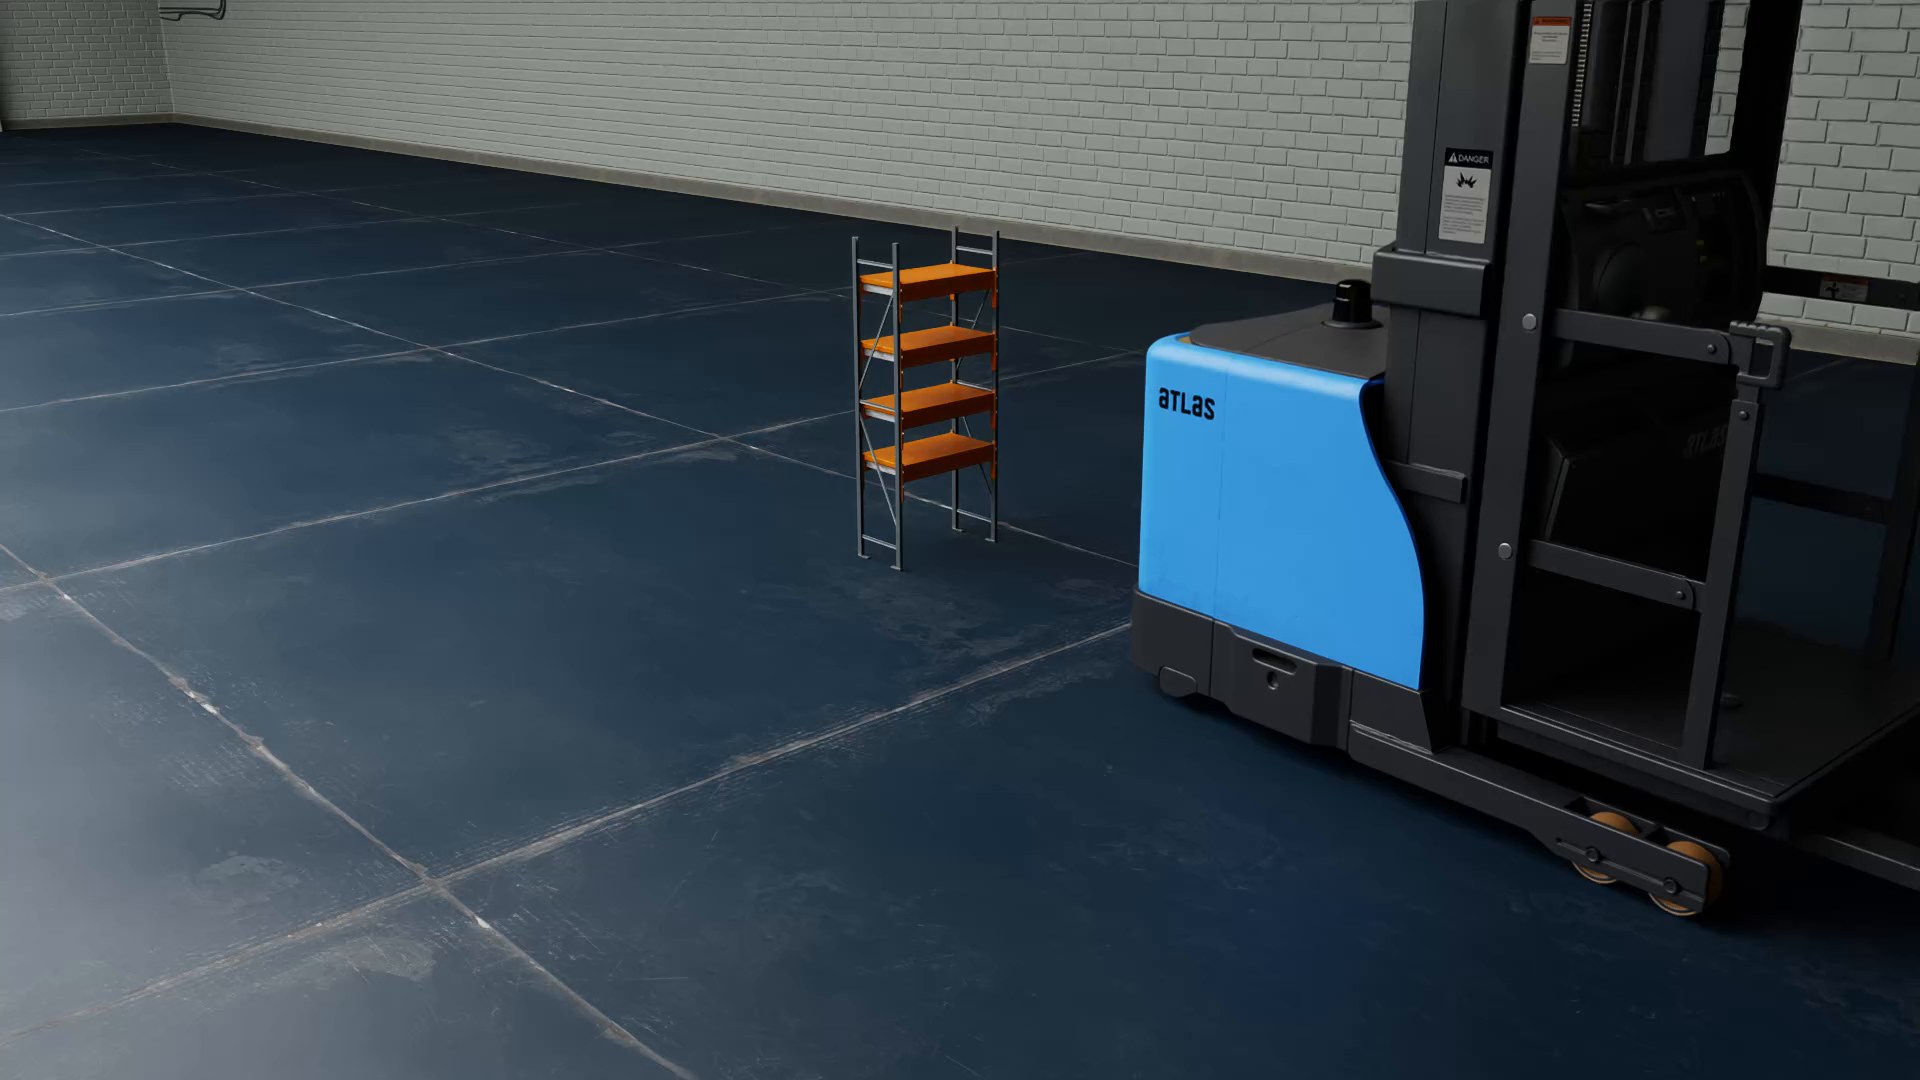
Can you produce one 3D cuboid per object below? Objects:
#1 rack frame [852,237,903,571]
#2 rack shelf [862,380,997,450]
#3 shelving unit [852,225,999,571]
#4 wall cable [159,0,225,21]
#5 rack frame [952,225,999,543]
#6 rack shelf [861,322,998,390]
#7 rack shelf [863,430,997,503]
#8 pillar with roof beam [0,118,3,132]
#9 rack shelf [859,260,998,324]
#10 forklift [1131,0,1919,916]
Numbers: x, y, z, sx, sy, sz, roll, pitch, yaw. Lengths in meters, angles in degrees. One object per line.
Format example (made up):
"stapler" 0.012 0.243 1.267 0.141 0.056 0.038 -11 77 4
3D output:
"rack frame" -0.298 -0.484 6.032 0.015 1.200 0.240 -16 24 -41
"rack shelf" -0.120 -0.472 6.212 0.480 0.148 0.258 -16 24 -41
"shelving unit" -0.120 -0.536 6.191 0.503 1.200 0.258 -16 24 -41
"wall cable" -12.620 -9.707 26.867 0.112 2.526 3.097 -16 24 -41
"rack frame" 0.057 -0.587 6.351 0.015 1.200 0.240 -16 24 -41
"rack shelf" -0.120 -0.684 6.143 0.480 0.148 0.258 -16 24 -41
"rack shelf" -0.120 -0.283 6.273 0.480 0.148 0.258 -16 24 -41
"pillar with roof beam" -12.711 -9.891 22.401 0.400 9.000 9.100 -16 24 -41
"rack shelf" -0.120 -0.909 6.070 0.480 0.148 0.258 -16 24 -41
"forklift" 1.863 -0.706 3.911 1.130 2.935 3.031 -15 23 -38
